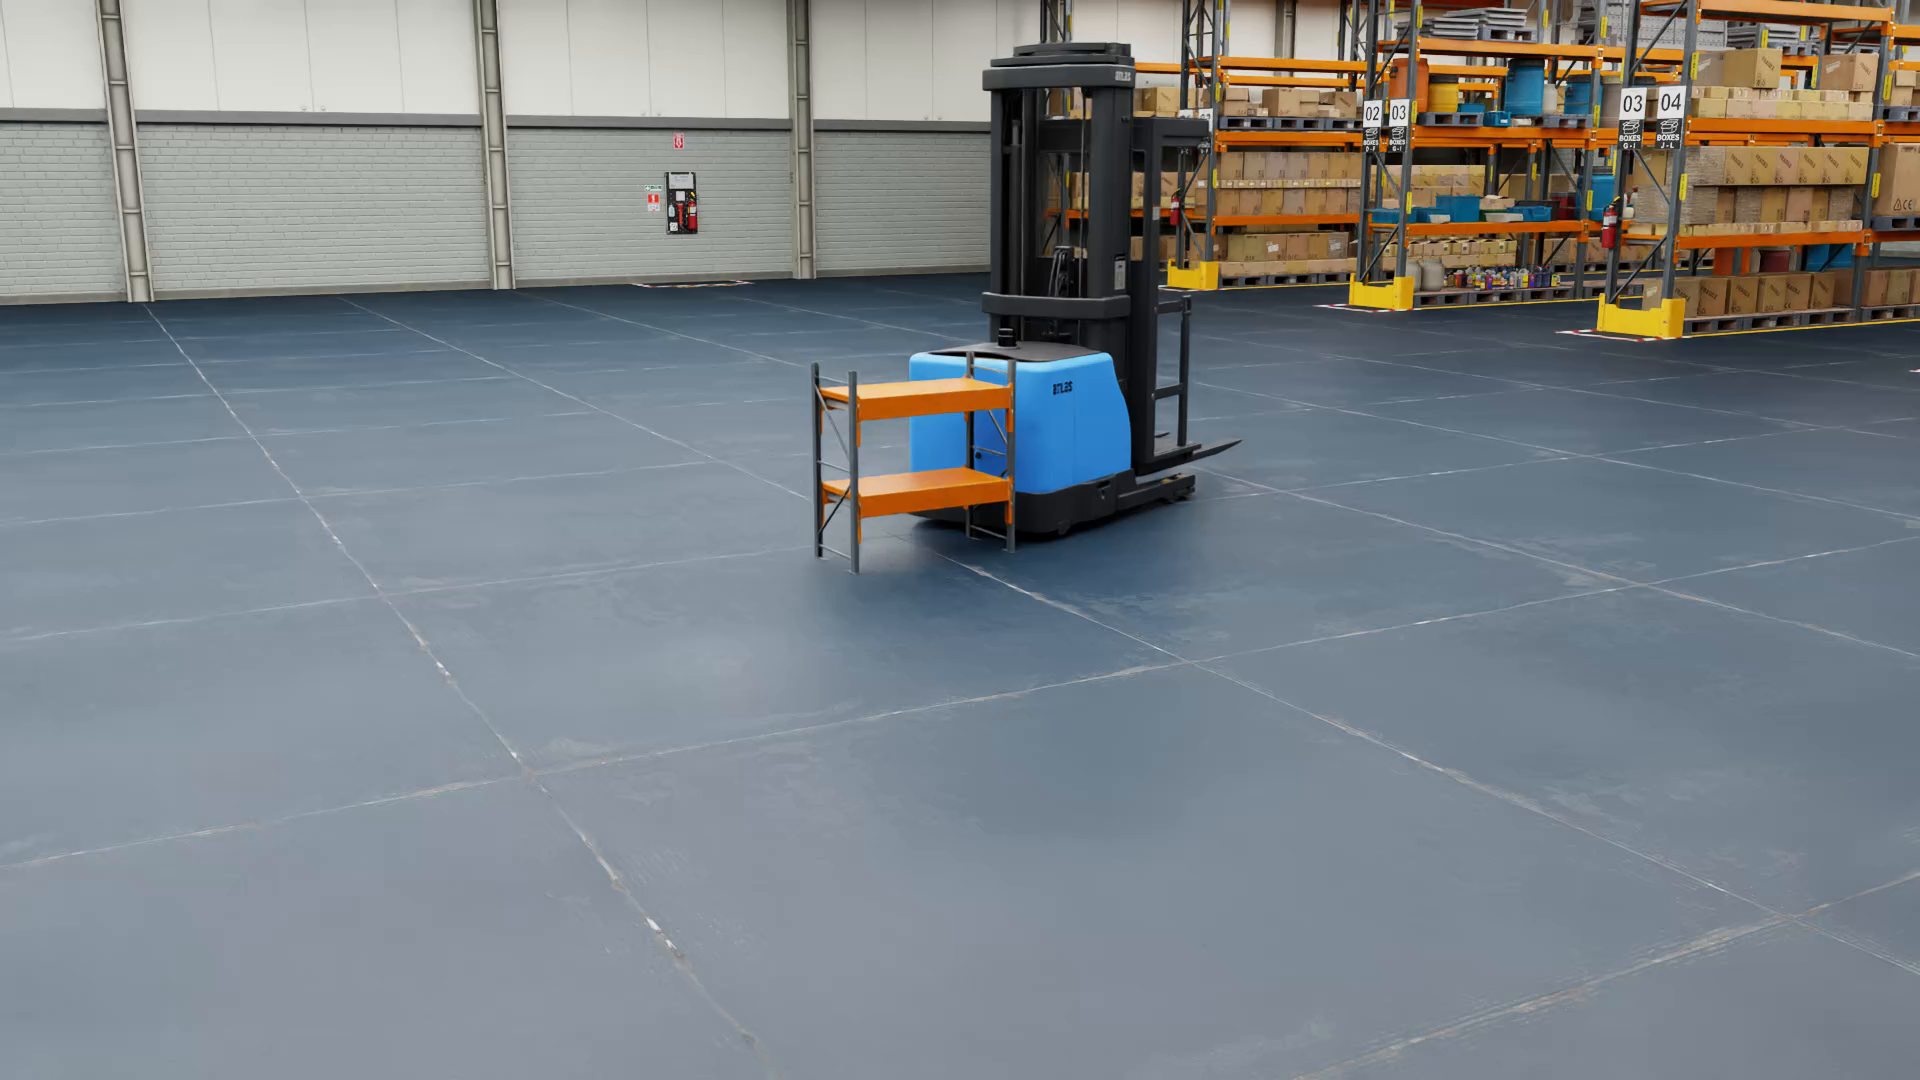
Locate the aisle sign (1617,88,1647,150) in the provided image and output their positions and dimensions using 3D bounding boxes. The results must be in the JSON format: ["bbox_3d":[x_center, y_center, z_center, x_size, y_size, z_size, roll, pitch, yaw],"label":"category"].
[{"bbox_3d":[8.867,-5.555,21.953,0.004,0.787,0.394,-7,14,-28],"label":"aisle sign"}]

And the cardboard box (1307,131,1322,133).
[{"bbox_3d":[7.785,-9.346,37.606,0.637,0.503,0.797,-5,14,-20],"label":"cardboard box"}]

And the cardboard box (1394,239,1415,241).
[{"bbox_3d":[8.944,-5.909,33.474,0.500,0.311,0.500,-7,14,-28],"label":"cardboard box"}]

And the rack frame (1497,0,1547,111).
[{"bbox_3d":[11.344,-9.913,33.576,0.127,3.000,1.000,-7,14,-28],"label":"rack frame"}]

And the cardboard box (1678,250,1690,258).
[{"bbox_3d":[16.082,-6.335,36.791,0.250,0.166,0.380,-7,14,-28],"label":"cardboard box"}]

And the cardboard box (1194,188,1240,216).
[{"bbox_3d":[4.738,-6.240,30.692,0.500,0.500,0.700,-7,14,-28],"label":"cardboard box"}]

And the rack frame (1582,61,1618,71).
[{"bbox_3d":[15.989,-11.709,41.556,0.127,3.000,1.000,-7,14,-28],"label":"rack frame"}]

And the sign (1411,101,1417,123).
[{"bbox_3d":[6.952,-6.551,25.448,0.005,0.325,0.100,-7,14,-28],"label":"sign"}]

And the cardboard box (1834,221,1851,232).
[{"bbox_3d":[12.305,-4.430,23.447,0.250,0.149,0.380,-7,14,-28],"label":"cardboard box"}]

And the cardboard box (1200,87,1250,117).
[{"bbox_3d":[4.829,-7.992,30.358,0.637,0.503,0.797,-6,14,-24],"label":"cardboard box"}]

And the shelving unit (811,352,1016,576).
[{"bbox_3d":[-0.258,-0.459,9.499,1.048,1.125,0.538,-8,15,-30],"label":"shelving unit"}]

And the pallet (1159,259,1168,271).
[{"bbox_3d":[3.812,-5.953,35.993,1.213,0.211,1.003,-7,14,-28],"label":"pallet"}]

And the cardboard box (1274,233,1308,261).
[{"bbox_3d":[6.217,-5.545,31.428,0.500,0.500,0.500,-7,14,-28],"label":"cardboard box"}]

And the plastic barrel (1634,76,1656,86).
[{"bbox_3d":[11.694,-7.552,28.772,0.708,0.901,0.600,-7,14,-28],"label":"plastic barrel"}]

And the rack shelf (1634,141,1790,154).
[{"bbox_3d":[16.611,-8.730,36.789,4.000,0.370,1.077,-7,14,-28],"label":"rack shelf"}]

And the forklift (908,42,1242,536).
[{"bbox_3d":[0.938,-1.727,11.021,1.130,2.935,3.031,9,15,35],"label":"forklift"}]

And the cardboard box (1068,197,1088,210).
[{"bbox_3d":[2.526,-7.026,34.706,0.500,0.250,0.500,-7,15,-29],"label":"cardboard box"}]

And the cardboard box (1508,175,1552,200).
[{"bbox_3d":[11.843,-7.328,34.569,0.700,0.500,0.500,11,17,41],"label":"cardboard box"}]

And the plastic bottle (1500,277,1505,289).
[{"bbox_3d":[8.909,-4.227,27.345,0.097,0.201,0.097,0,13,0],"label":"plastic bottle"}]

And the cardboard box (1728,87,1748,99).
[{"bbox_3d":[10.128,-5.879,21.913,0.250,0.149,0.380,-6,14,-26],"label":"cardboard box"}]

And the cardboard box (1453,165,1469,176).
[{"bbox_3d":[11.737,-8.781,39.549,0.500,0.250,0.500,-6,14,-27],"label":"cardboard box"}]

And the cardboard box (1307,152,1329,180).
[{"bbox_3d":[6.564,-7.094,31.528,0.500,0.500,0.700,-7,14,-28],"label":"cardboard box"}]

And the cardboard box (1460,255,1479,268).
[{"bbox_3d":[10.106,-5.640,33.559,0.500,0.250,0.500,-6,14,-27],"label":"cardboard box"}]

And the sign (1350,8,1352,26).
[{"bbox_3d":[7.563,-10.090,32.054,0.005,0.325,0.100,-7,14,-28],"label":"sign"}]

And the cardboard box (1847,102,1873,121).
[{"bbox_3d":[12.301,-5.948,23.131,0.500,0.250,0.500,-6,14,-26],"label":"cardboard box"}]

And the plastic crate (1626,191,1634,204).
[{"bbox_3d":[12.149,-5.952,29.491,0.583,0.464,0.402,-7,14,-28],"label":"plastic crate"}]

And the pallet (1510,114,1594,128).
[{"bbox_3d":[9.617,-6.887,27.392,1.003,0.211,1.213,-7,14,-28],"label":"pallet"}]

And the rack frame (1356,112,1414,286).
[{"bbox_3d":[6.692,-5.190,26.252,0.127,3.000,1.000,-7,14,-28],"label":"rack frame"}]

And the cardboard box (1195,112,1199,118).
[{"bbox_3d":[5.129,-8.941,35.814,0.500,0.500,0.500,-6,14,-26],"label":"cardboard box"}]

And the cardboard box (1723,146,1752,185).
[{"bbox_3d":[10.121,-4.974,22.109,0.500,0.500,0.500,-7,14,-28],"label":"cardboard box"}]

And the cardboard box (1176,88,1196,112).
[{"bbox_3d":[4.668,-9.365,35.420,0.500,0.500,0.500,-6,14,-25],"label":"cardboard box"}]

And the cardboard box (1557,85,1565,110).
[{"bbox_3d":[12.178,-9.085,34.222,0.500,0.500,0.500,-7,14,-28],"label":"cardboard box"}]

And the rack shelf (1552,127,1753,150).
[{"bbox_3d":[11.959,-6.934,28.806,4.000,0.370,1.077,-7,14,-28],"label":"rack shelf"}]

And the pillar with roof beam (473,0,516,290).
[{"bbox_3d":[-6.325,-8.174,25.849,0.400,9.000,9.100,-7,14,-28],"label":"pillar with roof beam"}]

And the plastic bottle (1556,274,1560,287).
[{"bbox_3d":[10.034,-4.362,27.944,0.097,0.201,0.097,0,13,0],"label":"plastic bottle"}]

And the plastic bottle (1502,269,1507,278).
[{"bbox_3d":[9.227,-4.451,28.180,0.097,0.271,0.097,0,13,0],"label":"plastic bottle"}]

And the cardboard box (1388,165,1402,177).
[{"bbox_3d":[9.961,-8.565,38.590,0.500,0.250,0.500,-7,14,-29],"label":"cardboard box"}]

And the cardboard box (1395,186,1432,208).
[{"bbox_3d":[8.977,-6.748,32.945,0.500,0.500,0.500,-6,14,-24],"label":"cardboard box"}]

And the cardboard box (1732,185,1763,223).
[{"bbox_3d":[10.402,-4.602,22.734,0.500,0.500,0.875,-7,14,-28],"label":"cardboard box"}]

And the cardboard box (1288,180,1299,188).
[{"bbox_3d":[6.119,-6.672,31.130,0.250,0.149,0.380,-7,14,-27],"label":"cardboard box"}]

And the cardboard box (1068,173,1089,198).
[{"bbox_3d":[2.508,-7.394,34.633,0.500,0.500,0.500,-7,14,-28],"label":"cardboard box"}]

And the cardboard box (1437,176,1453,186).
[{"bbox_3d":[11.306,-8.361,39.393,0.500,0.500,0.500,-7,14,-28],"label":"cardboard box"}]

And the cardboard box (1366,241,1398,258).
[{"bbox_3d":[8.315,-5.698,32.539,0.500,0.311,0.500,-7,14,-28],"label":"cardboard box"}]

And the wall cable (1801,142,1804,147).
[{"bbox_3d":[21.125,-10.721,44.235,0.112,2.526,3.097,-7,14,-28],"label":"wall cable"}]

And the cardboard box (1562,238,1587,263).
[{"bbox_3d":[12.780,-6.083,34.909,0.500,0.500,0.500,-7,14,-29],"label":"cardboard box"}]

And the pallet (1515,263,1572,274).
[{"bbox_3d":[12.018,-5.697,34.858,1.213,0.211,1.003,-7,14,-28],"label":"pallet"}]

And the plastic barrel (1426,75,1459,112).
[{"bbox_3d":[7.632,-7.095,26.497,0.600,0.588,0.600,0,13,0],"label":"plastic barrel"}]

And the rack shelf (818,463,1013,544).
[{"bbox_3d":[-0.258,-0.220,9.552,1.000,0.278,0.538,-8,15,-30],"label":"rack shelf"}]

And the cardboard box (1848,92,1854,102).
[{"bbox_3d":[12.151,-6.141,23.078,0.250,0.149,0.380,-7,14,-27],"label":"cardboard box"}]

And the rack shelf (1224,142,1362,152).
[{"bbox_3d":[7.212,-8.843,37.290,4.000,0.370,1.077,-7,14,-28],"label":"rack shelf"}]

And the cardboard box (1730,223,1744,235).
[{"bbox_3d":[10.317,-4.198,22.417,0.250,0.149,0.380,-7,14,-28],"label":"cardboard box"}]

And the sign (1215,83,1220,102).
[{"bbox_3d":[4.583,-7.966,29.583,0.005,0.325,0.100,-7,14,-28],"label":"sign"}]

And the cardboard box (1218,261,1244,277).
[{"bbox_3d":[4.900,-5.022,30.811,0.500,0.250,0.500,-7,14,-28],"label":"cardboard box"}]

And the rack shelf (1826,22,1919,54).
[{"bbox_3d":[14.332,-7.247,24.280,4.000,0.370,1.077,-7,14,-28],"label":"rack shelf"}]

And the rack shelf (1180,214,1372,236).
[{"bbox_3d":[6.078,-6.004,31.509,4.000,0.370,1.077,-7,14,-28],"label":"rack shelf"}]

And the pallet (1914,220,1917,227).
[{"bbox_3d":[14.370,-4.767,24.811,1.213,0.211,1.003,-7,14,-28],"label":"pallet"}]

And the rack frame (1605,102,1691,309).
[{"bbox_3d":[9.066,-4.236,22.011,0.127,3.000,1.000,-7,14,-28],"label":"rack frame"}]

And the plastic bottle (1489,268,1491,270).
[{"bbox_3d":[8.965,-4.466,28.220,0.133,0.283,0.061,-6,14,-25],"label":"plastic bottle"}]
